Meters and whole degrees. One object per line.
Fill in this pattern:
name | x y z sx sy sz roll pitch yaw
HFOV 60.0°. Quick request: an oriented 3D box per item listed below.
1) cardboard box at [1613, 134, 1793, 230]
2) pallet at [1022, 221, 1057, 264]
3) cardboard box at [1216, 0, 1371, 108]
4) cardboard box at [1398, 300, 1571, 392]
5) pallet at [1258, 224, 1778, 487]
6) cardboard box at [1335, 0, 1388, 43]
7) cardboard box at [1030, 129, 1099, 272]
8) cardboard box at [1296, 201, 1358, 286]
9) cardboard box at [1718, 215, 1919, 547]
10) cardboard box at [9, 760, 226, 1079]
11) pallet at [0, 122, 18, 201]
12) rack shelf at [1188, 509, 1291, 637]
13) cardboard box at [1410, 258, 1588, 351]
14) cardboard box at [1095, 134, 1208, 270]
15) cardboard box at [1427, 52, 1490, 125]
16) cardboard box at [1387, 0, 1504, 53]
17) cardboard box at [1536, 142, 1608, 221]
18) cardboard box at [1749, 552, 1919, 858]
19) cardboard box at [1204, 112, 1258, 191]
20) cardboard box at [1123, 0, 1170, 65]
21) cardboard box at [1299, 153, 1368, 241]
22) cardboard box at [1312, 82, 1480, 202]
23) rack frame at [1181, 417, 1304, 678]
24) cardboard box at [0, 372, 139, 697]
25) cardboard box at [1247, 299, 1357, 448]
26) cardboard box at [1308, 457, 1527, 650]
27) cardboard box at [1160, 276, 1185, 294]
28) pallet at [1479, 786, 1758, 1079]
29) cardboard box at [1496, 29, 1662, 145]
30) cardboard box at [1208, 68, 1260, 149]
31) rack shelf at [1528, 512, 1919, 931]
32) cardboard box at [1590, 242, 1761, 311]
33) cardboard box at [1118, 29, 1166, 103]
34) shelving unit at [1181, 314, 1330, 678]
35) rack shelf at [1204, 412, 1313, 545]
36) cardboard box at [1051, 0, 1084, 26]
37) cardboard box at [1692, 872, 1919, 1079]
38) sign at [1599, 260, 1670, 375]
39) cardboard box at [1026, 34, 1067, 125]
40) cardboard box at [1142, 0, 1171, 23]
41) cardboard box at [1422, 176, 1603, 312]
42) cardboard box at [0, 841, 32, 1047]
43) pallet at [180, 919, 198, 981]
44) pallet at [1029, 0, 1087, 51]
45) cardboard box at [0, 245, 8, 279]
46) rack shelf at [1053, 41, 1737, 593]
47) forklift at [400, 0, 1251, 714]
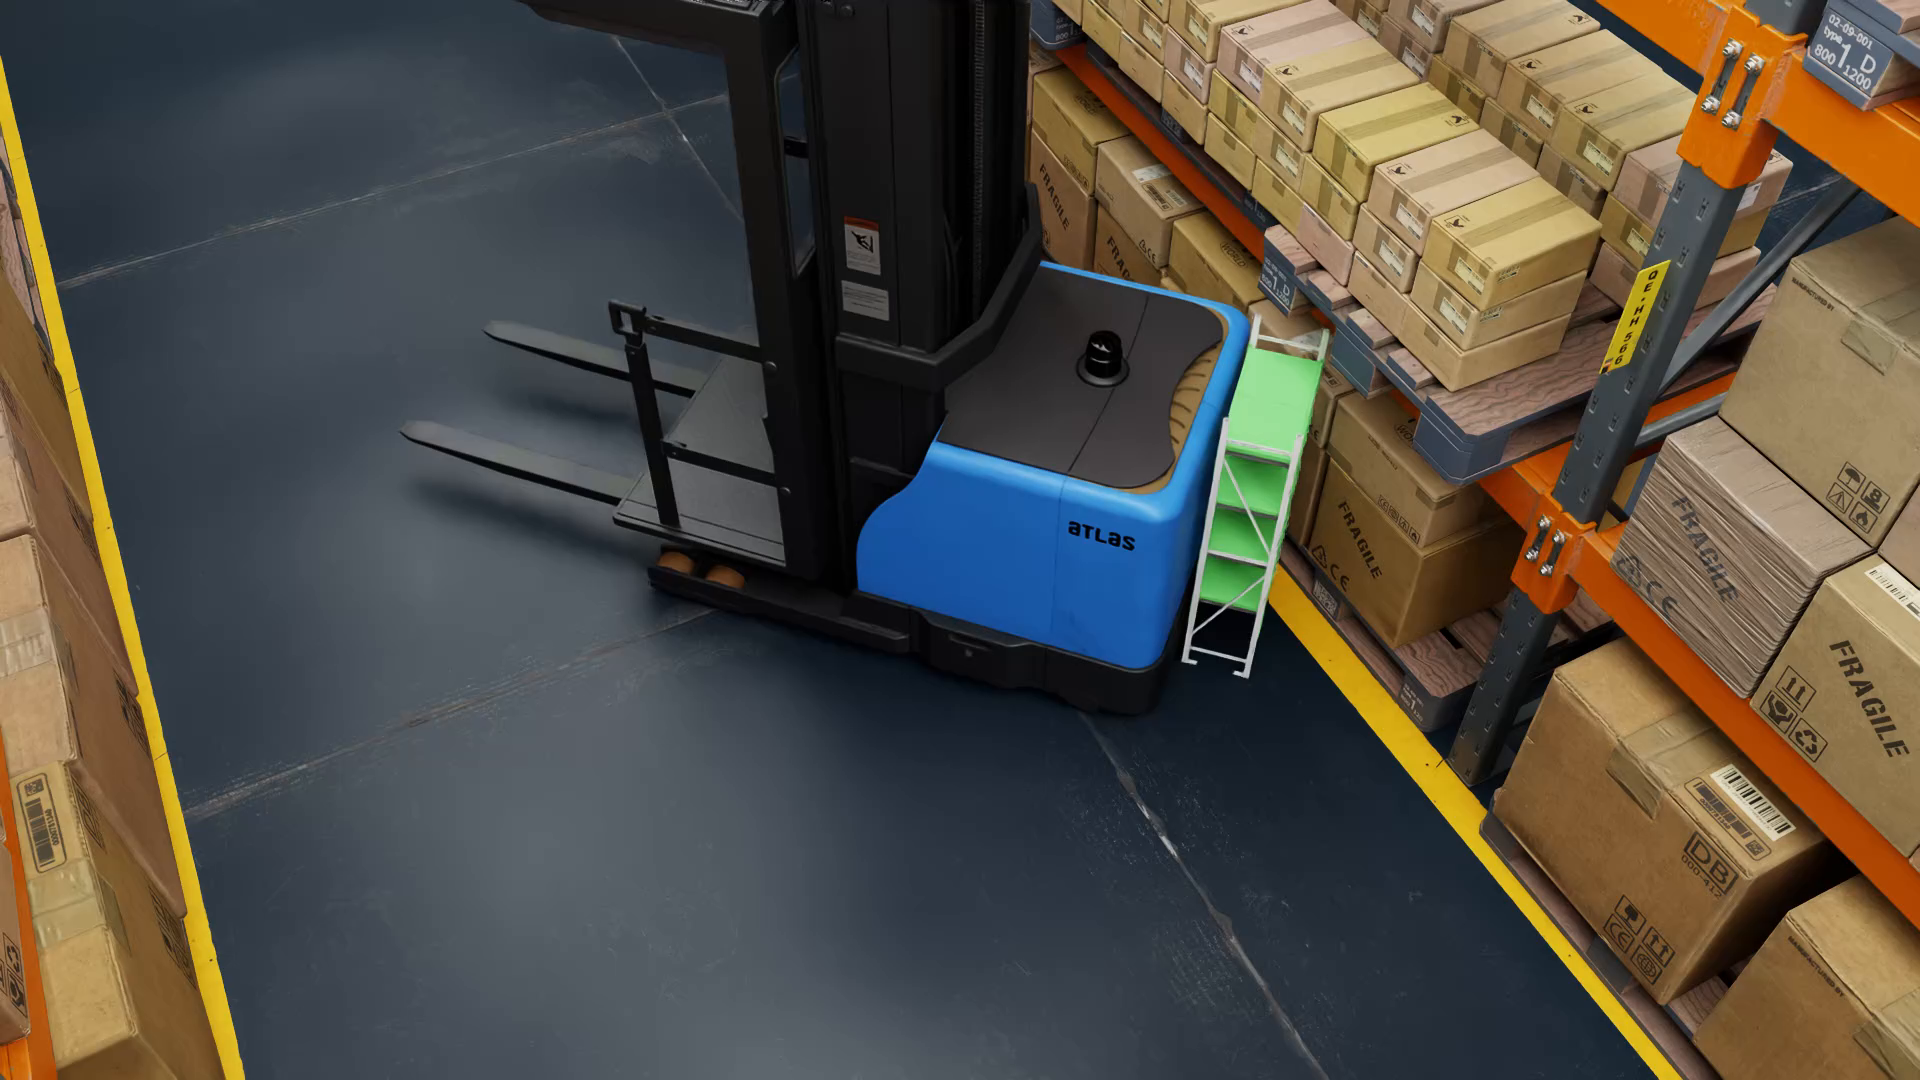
cardboard box | 2.063 -1.002 4.626 0.380 0.149 0.250 -21 52 -17
pallet | 0.632 -1.610 7.518 1.003 0.211 1.213 -21 52 -18
cardboard box | 1.009 -1.478 5.043 0.380 0.149 0.250 -21 52 -18
cardboard box | 1.470 -0.599 4.669 0.380 0.149 0.250 -20 52 -17
pallet | 1.684 -0.749 5.040 1.213 0.211 1.003 -21 52 -18
cardboard box | 1.471 -1.779 5.504 0.380 0.149 0.250 -22 52 -18
cardboard box | 0.620 -1.425 6.885 0.500 0.500 0.500 -19 52 -16
cardboard box | 1.240 -0.938 4.966 0.380 0.149 0.250 -20 52 -17
cardboard box | 2.301 -0.430 3.903 0.700 0.500 0.500 -21 52 -18
cardboard box | -2.649 1.361 4.199 1.225 0.875 0.875 -23 53 -19
pallet | -5.023 -1.844 7.722 1.003 0.211 1.213 -21 52 -18
rack shelf | 0.973 0.083 5.783 0.258 0.148 0.480 14 50 11
cardboard box | 1.474 -0.699 4.559 0.380 0.149 0.250 -20 52 -17
cardboard box | 0.853 -1.327 6.302 0.500 0.250 0.500 -19 52 -16
cardboard box | 1.695 -1.445 5.211 0.380 0.149 0.250 -21 52 -17
cardboard box | 1.586 -1.702 5.238 0.380 0.149 0.250 -19 51 -16
cardboard box | 1.936 -1.099 4.909 0.380 0.149 0.250 -19 51 -16
cardboard box | 2.305 0.328 3.904 0.500 0.500 0.500 -22 52 -18
cardboard box | 1.005 -1.286 5.270 0.380 0.149 0.250 -23 53 -19
cardboard box | 0.763 -1.734 5.464 0.380 0.149 0.250 -22 52 -18
cardboard box | 1.227 -1.052 4.868 0.380 0.149 0.250 -20 52 -17
cardboard box | 1.240 -1.138 4.745 0.380 0.149 0.250 -20 52 -16
rack frame | 0.900 0.059 5.401 0.240 1.200 0.015 14 50 11
cardboard box | -3.462 0.172 5.239 1.225 0.875 0.875 -23 53 -19
cardboard box | 1.318 -0.636 5.697 0.500 0.250 0.500 -20 52 -17
cardboard box | 1.571 -0.038 5.672 0.500 0.500 0.500 -21 52 -18
cardboard box | 1.080 -0.735 6.281 0.500 0.500 0.500 -23 53 -19
pallet | 2.398 1.100 5.148 1.003 0.211 1.213 -21 52 -18
cardboard box | 1.832 -1.344 4.925 0.380 0.149 0.250 -21 52 -18
cardboard box | 1.001 -1.387 5.161 0.380 0.149 0.250 -21 52 -18
rack shelf | 3.020 1.204 3.682 1.077 0.370 4.000 -21 52 -18
cardboard box | 2.079 -0.796 4.842 0.380 0.149 0.250 -22 52 -18
cardboard box | 0.760 -1.641 5.580 0.380 0.149 0.250 -23 53 -19
shelving unit | 0.974 -0.116 5.554 0.258 1.200 0.503 14 50 11
rack shelf | 0.975 -0.232 5.421 0.258 0.148 0.480 14 50 11
cardboard box | 0.519 -1.992 5.887 0.380 0.149 0.250 -23 53 -19
cardboard box | 2.706 1.253 4.377 1.050 0.750 0.750 -20 52 -17
sign | 1.626 -0.534 4.007 0.100 0.325 0.005 -21 52 -18
cardboard box | 0.377 -2.026 6.912 0.500 0.250 0.500 -23 53 -19
cardboard box | 0.765 -1.834 5.354 0.380 0.149 0.250 -20 52 -16
cardboard box | 1.473 -0.793 4.444 0.380 0.149 0.250 -23 53 -19
cardboard box | -2.332 0.817 3.476 0.500 0.500 0.500 -20 52 -16
pallet | -2.646 1.633 4.681 1.003 0.211 1.213 -21 52 -18
pallet | 0.495 -2.424 6.505 1.003 0.211 1.213 -21 52 -18
cardboard box | -4.413 -1.316 6.541 0.875 0.875 0.875 -21 52 -18
rack shelf | 1.189 -1.474 6.024 1.077 0.370 4.000 -21 52 -18
forklift | -0.596 -1.070 5.238 3.031 2.935 1.130 16 51 13
